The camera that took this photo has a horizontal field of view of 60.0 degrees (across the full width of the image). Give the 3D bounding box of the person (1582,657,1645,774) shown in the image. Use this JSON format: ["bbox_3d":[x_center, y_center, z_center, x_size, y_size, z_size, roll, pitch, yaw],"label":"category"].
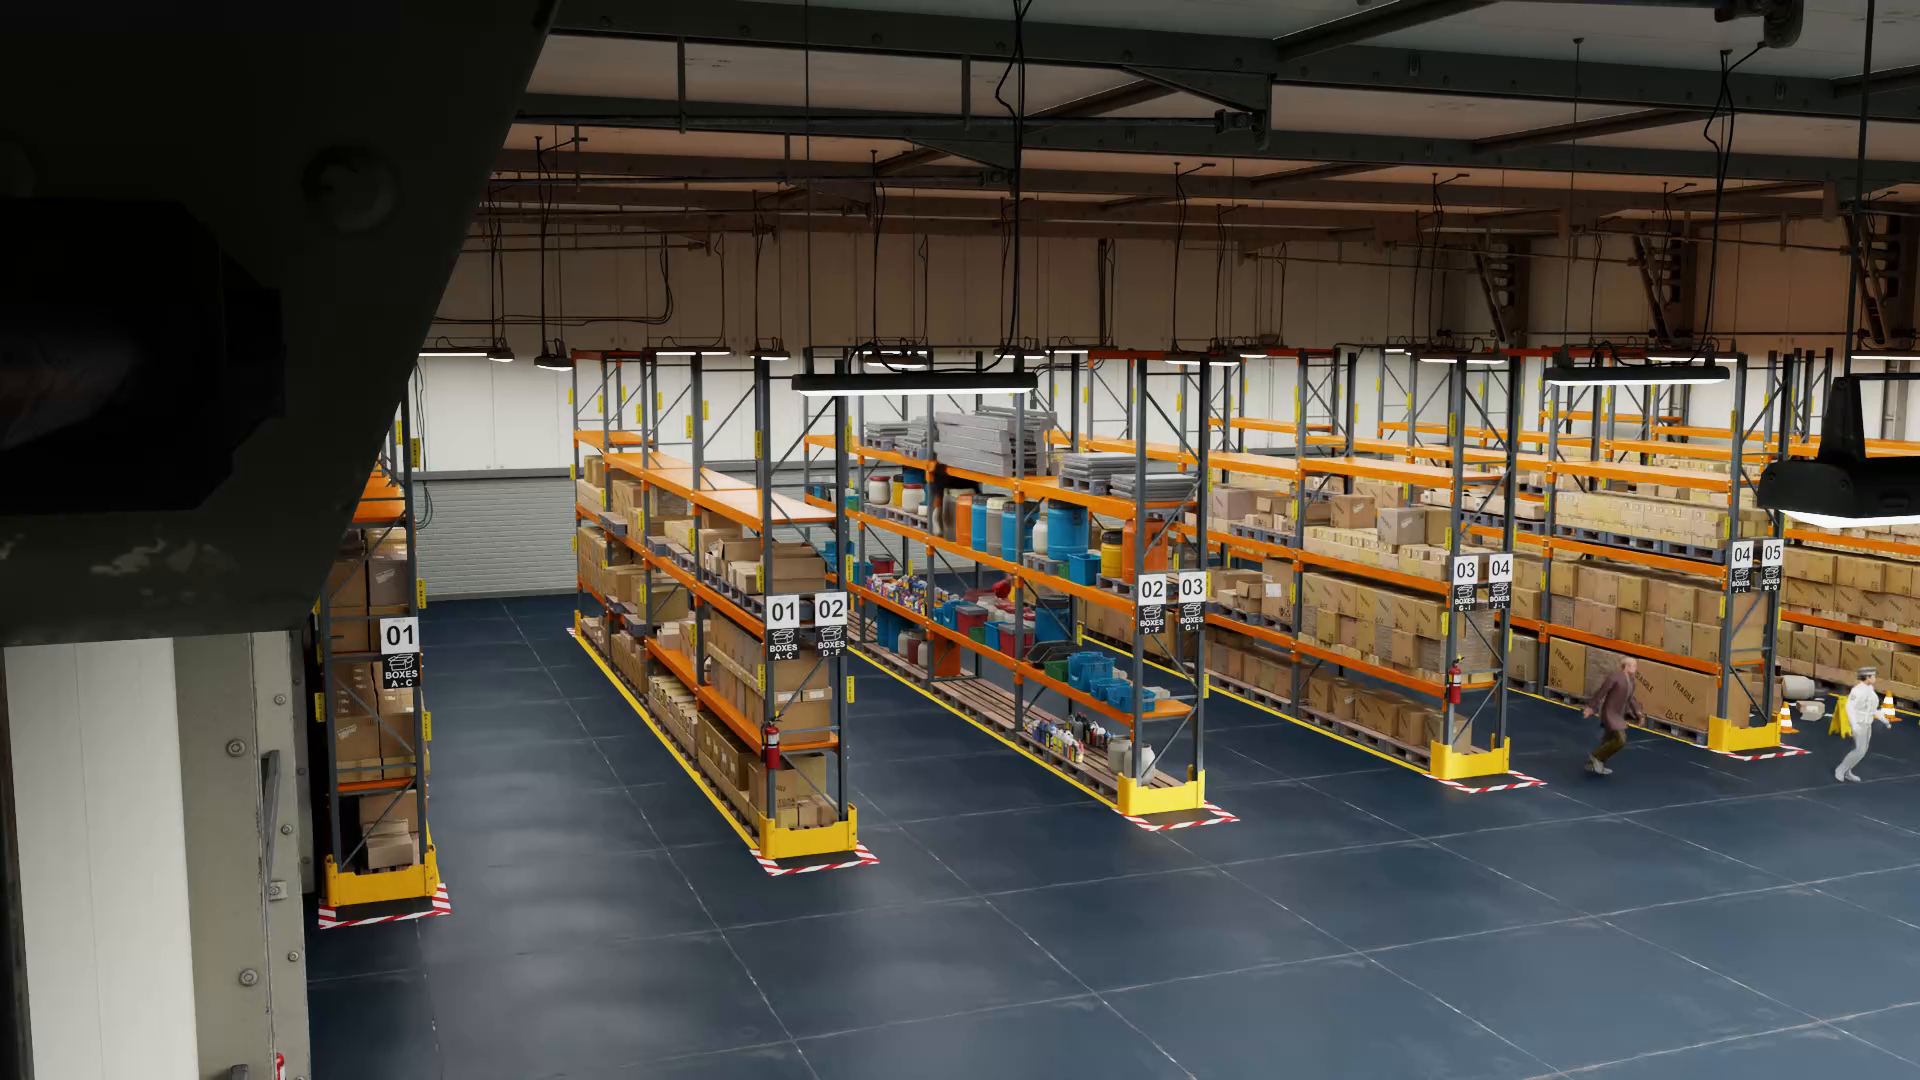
[{"bbox_3d":[9.395,2.513,23.843,0.725,1.724,0.686,7,10,44],"label":"person"}]

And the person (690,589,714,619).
[{"bbox_3d":[-5.258,1.309,34.048,0.653,1.601,0.845,-5,8,-33],"label":"person"}]

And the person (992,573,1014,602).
[{"bbox_3d":[0.711,1.373,34.175,0.657,1.521,1.150,-6,9,-40],"label":"person"}]

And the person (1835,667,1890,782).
[{"bbox_3d":[12.753,2.615,23.486,0.712,1.662,0.562,-7,10,-44],"label":"person"}]
